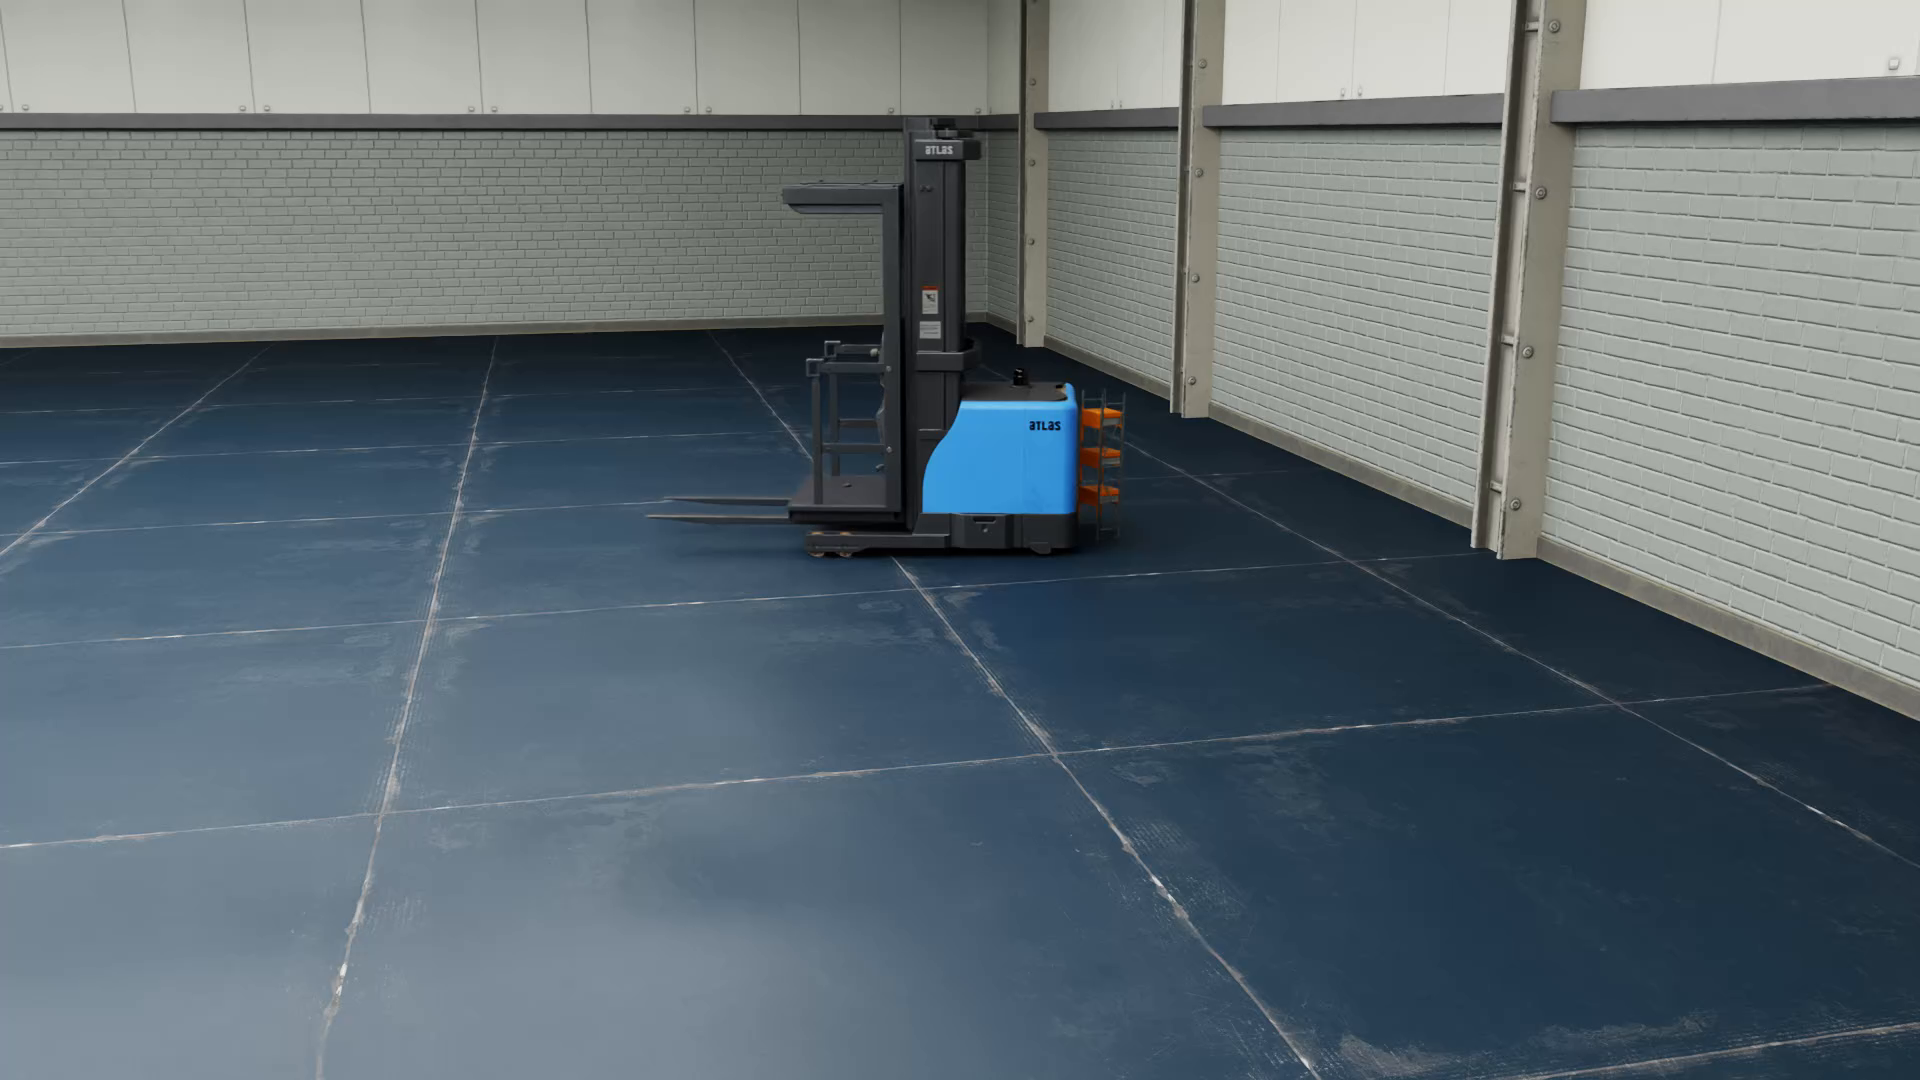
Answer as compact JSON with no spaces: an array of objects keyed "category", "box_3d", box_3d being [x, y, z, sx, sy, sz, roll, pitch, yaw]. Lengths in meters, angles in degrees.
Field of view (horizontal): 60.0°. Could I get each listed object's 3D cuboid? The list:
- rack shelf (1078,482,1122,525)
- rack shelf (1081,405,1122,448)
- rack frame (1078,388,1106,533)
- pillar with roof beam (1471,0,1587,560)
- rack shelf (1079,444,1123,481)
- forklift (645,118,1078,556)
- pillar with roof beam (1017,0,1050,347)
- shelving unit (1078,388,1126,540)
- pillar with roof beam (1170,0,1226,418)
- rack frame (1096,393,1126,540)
[{"category":"rack shelf","box_3d":[1.007,-0.265,12.006,0.215,0.259,0.240,-6,15,-29]},{"category":"rack shelf","box_3d":[1.018,-0.812,11.879,0.215,0.259,0.240,-6,15,-29]},{"category":"rack frame","box_3d":[0.952,-0.572,12.044,0.200,1.050,0.008,-6,15,-29]},{"category":"pillar with roof beam","box_3d":[-0.383,-4.051,9.549,9.100,9.000,0.400,-3,14,-13]},{"category":"rack shelf","box_3d":[1.012,-0.536,11.943,0.215,0.259,0.240,-6,15,-29]},{"category":"forklift","box_3d":[-0.685,-1.435,11.625,3.031,2.935,1.130,1,14,2]},{"category":"pillar with roof beam","box_3d":[-3.202,-6.820,20.880,9.100,9.000,0.400,-3,14,-13]},{"category":"shelving unit","box_3d":[1.012,-0.546,11.941,0.215,1.050,0.252,-6,15,-29]},{"category":"pillar with roof beam","box_3d":[-1.792,-5.436,15.215,9.100,9.000,0.400,-3,14,-13]},{"category":"rack frame","box_3d":[1.073,-0.521,11.838,0.200,1.050,0.008,-6,15,-29]}]
